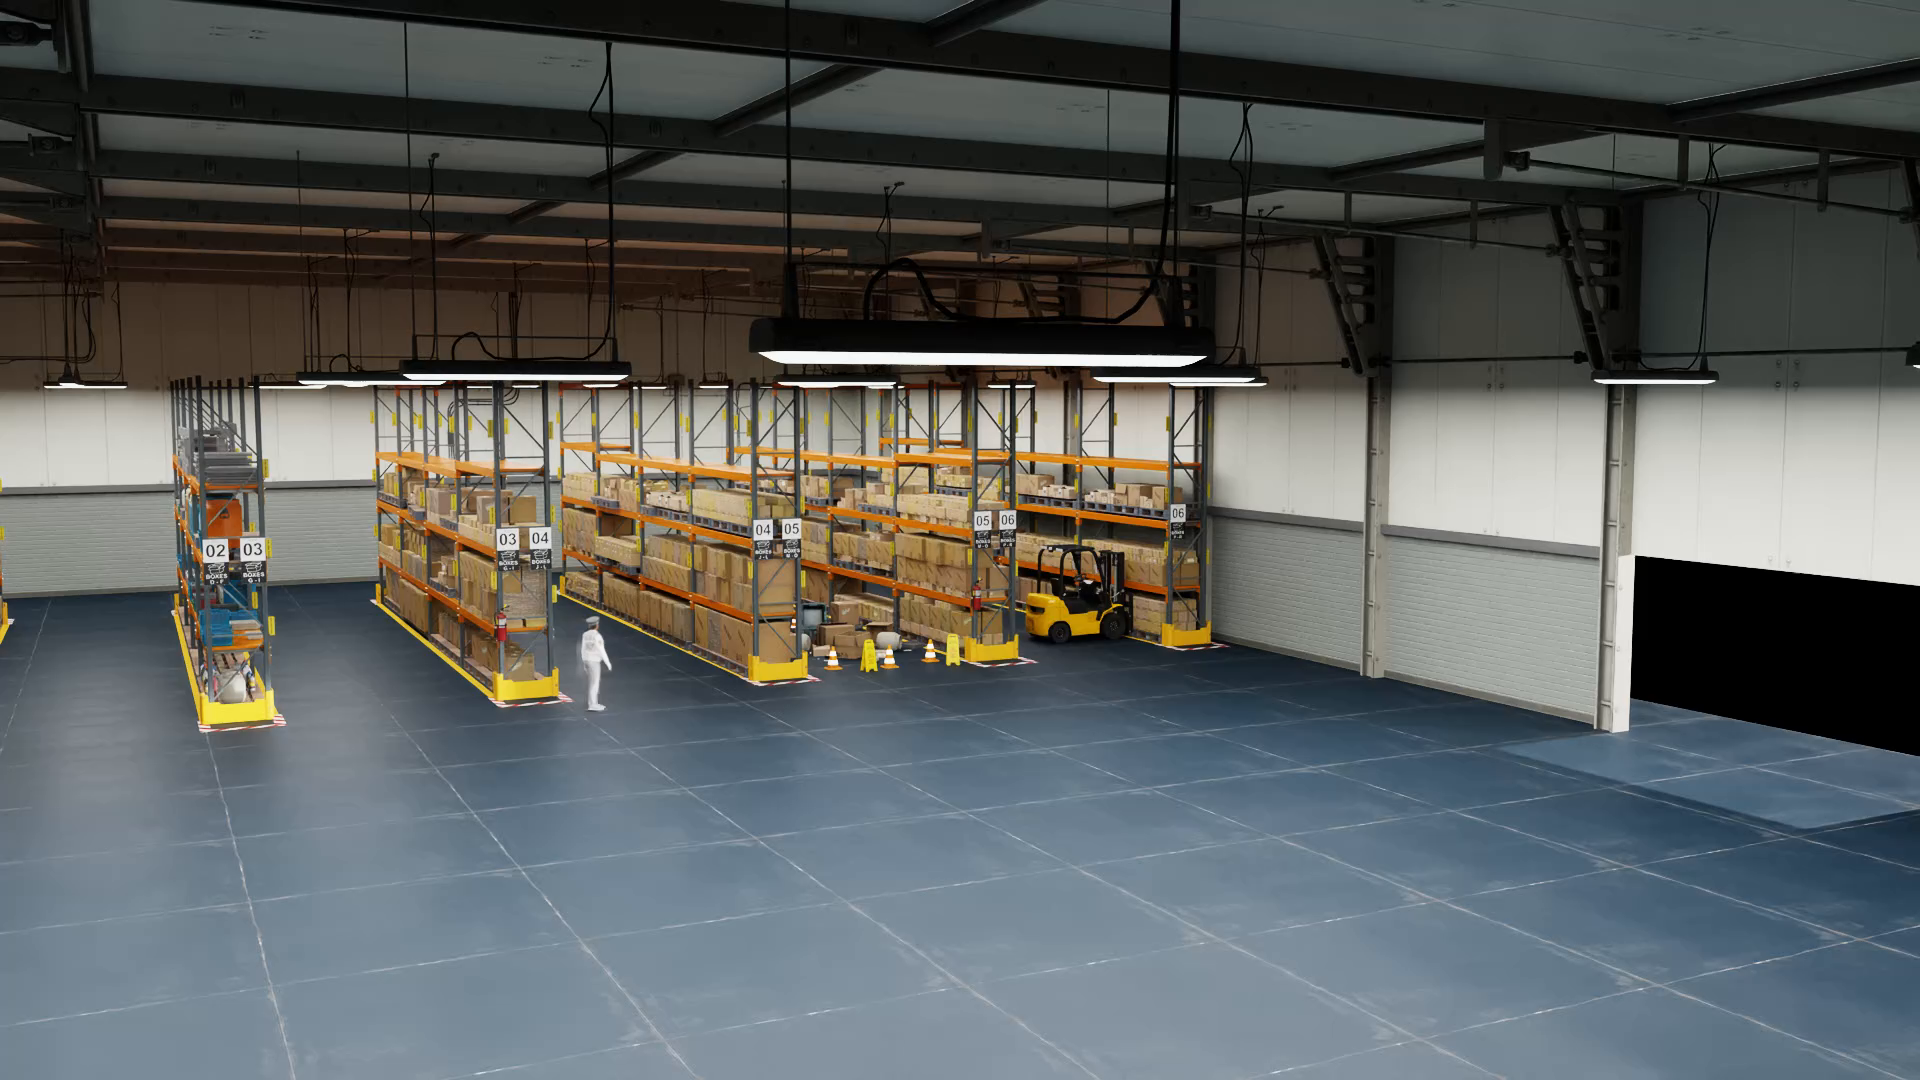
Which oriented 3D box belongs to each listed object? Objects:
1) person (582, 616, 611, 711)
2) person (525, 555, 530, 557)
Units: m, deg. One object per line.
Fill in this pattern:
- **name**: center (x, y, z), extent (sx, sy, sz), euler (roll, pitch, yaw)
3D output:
- **person**: center (-6.549, 2.224, 29.964), extent (0.416, 1.699, 0.522), euler (-3, 6, -33)
- **person**: center (-11.988, 0.746, 45.937), extent (0.458, 1.791, 0.570), euler (-2, 6, -26)
